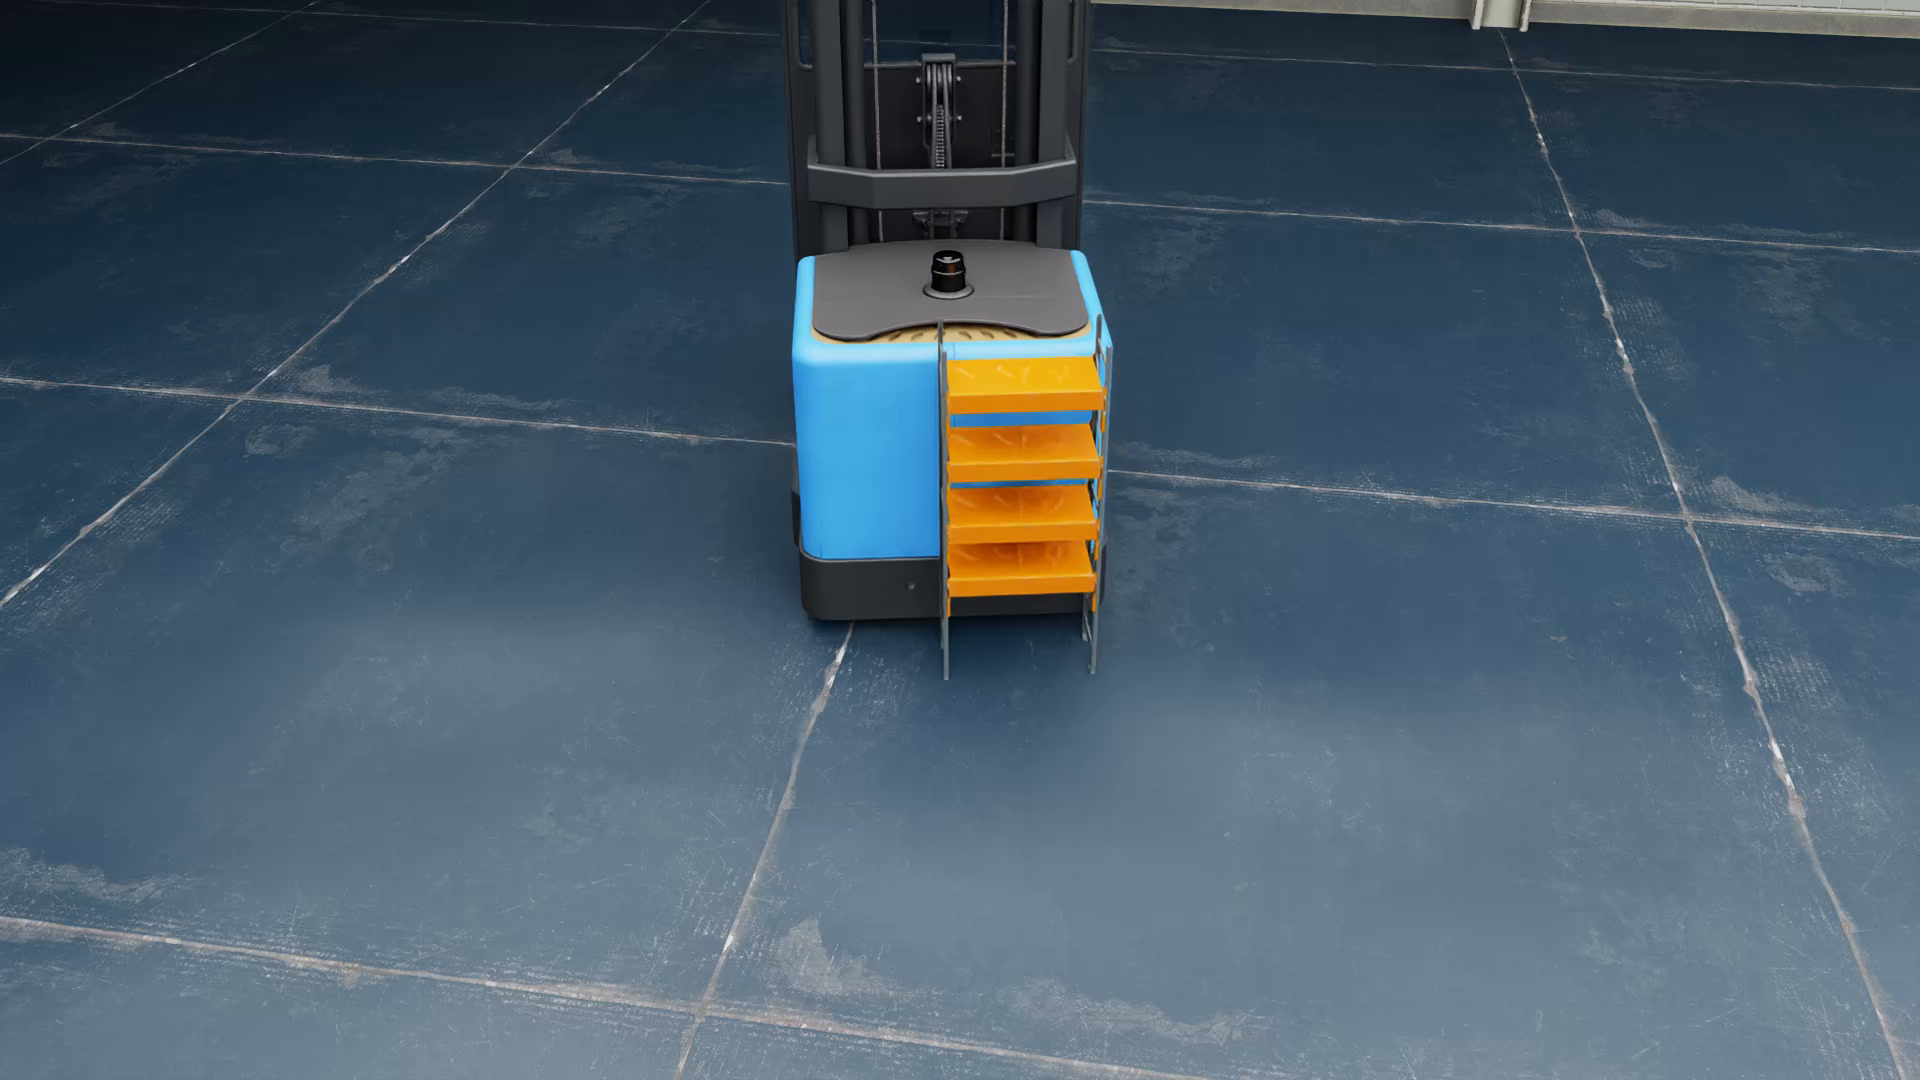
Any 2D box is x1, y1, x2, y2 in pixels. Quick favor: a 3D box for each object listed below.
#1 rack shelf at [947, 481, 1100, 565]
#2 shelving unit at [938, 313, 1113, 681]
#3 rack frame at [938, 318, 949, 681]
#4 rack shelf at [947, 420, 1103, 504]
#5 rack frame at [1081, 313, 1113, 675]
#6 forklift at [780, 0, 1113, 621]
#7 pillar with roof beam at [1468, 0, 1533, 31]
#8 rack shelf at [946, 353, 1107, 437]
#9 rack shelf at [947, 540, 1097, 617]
[{"bbox_3d":[0.191,-0.057,5.336,0.480,0.148,0.258,-2,32,-3],"label":"rack shelf"},{"bbox_3d":[0.191,-0.114,5.301,0.503,1.200,0.258,-2,32,-3],"label":"shelving unit"},{"bbox_3d":[-0.053,-0.105,5.287,0.015,1.200,0.240,-2,32,-3],"label":"rack frame"},{"bbox_3d":[0.191,-0.246,5.218,0.480,0.148,0.258,-2,32,-3],"label":"rack shelf"},{"bbox_3d":[0.434,-0.122,5.314,0.015,1.200,0.240,-2,32,-3],"label":"rack frame"},{"bbox_3d":[-0.101,-1.720,6.236,1.130,2.935,3.031,-2,32,-3],"label":"forklift"},{"bbox_3d":[3.277,-5.400,6.396,0.400,9.000,9.100,5,32,8],"label":"pillar with roof beam"},{"bbox_3d":[0.191,-0.447,5.092,0.480,0.148,0.258,-2,32,-3],"label":"rack shelf"},{"bbox_3d":[0.191,0.112,5.442,0.480,0.148,0.258,-2,32,-3],"label":"rack shelf"}]
